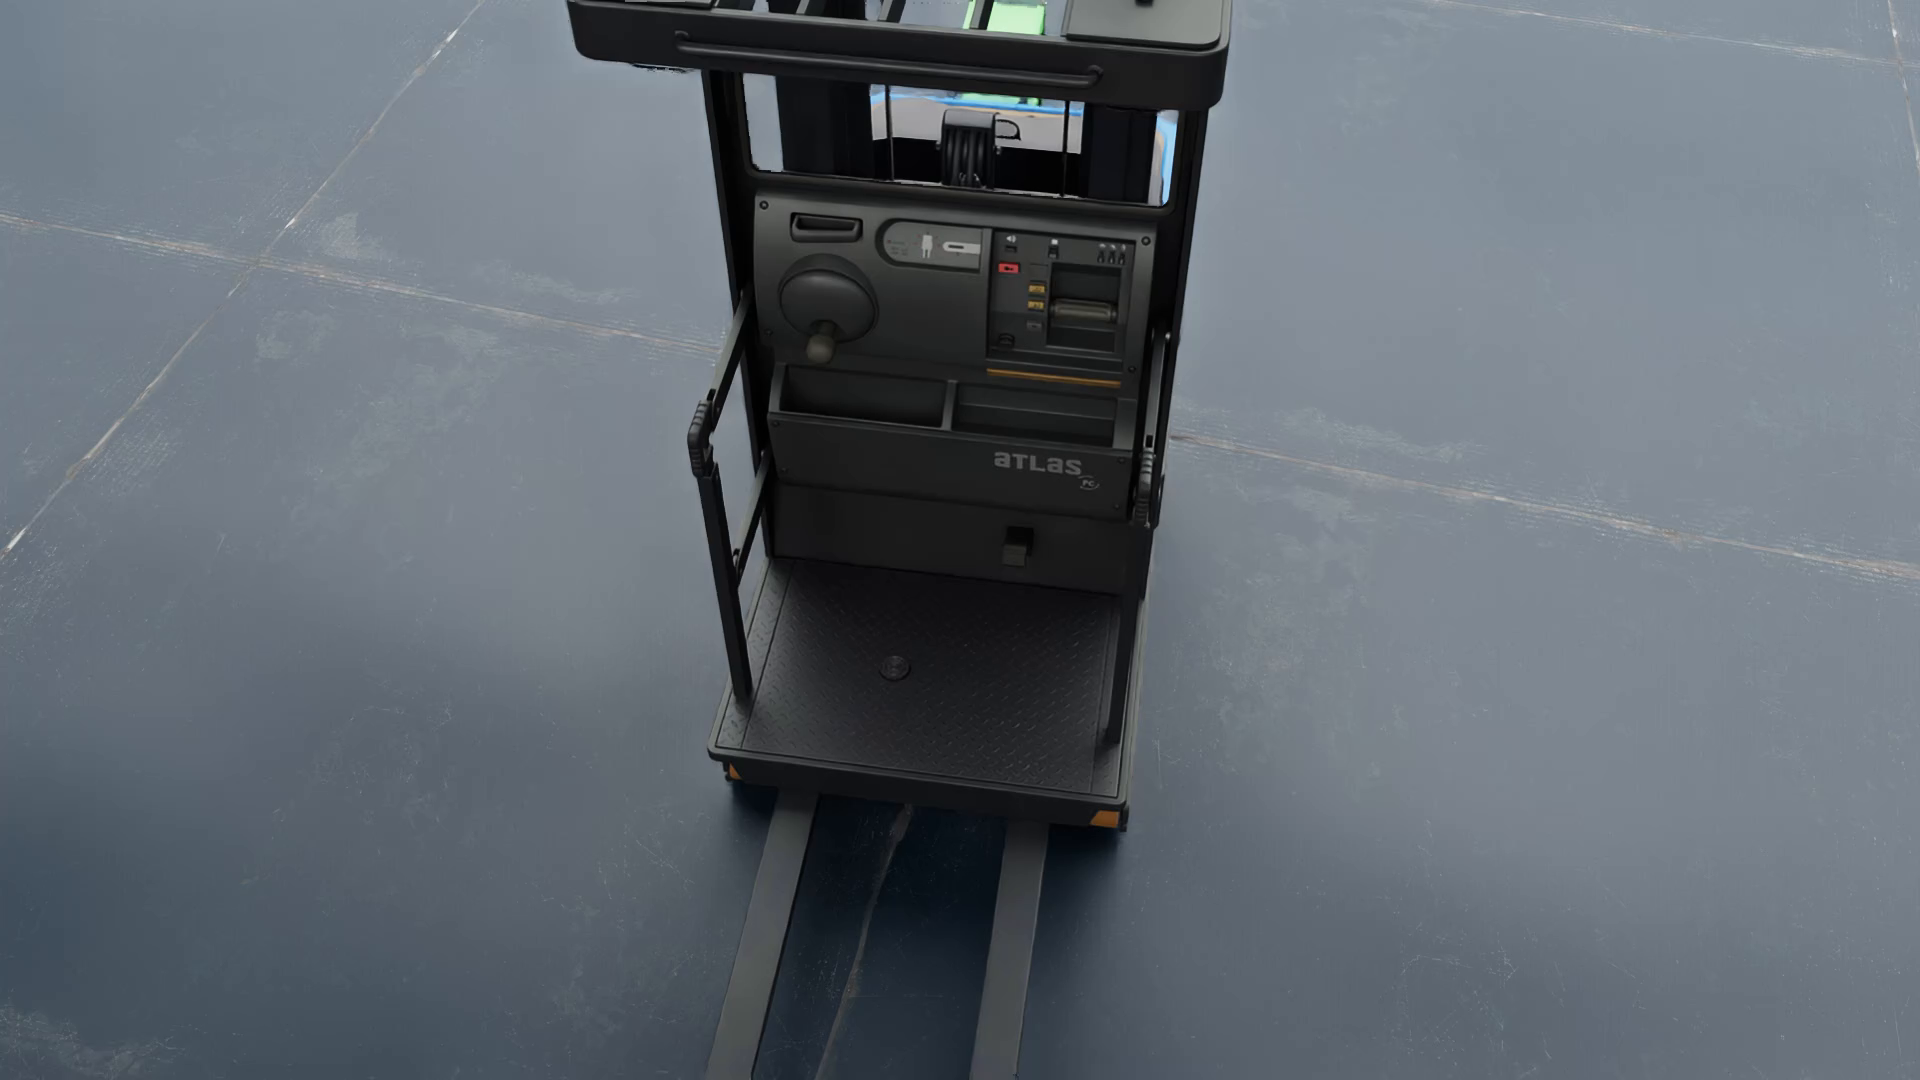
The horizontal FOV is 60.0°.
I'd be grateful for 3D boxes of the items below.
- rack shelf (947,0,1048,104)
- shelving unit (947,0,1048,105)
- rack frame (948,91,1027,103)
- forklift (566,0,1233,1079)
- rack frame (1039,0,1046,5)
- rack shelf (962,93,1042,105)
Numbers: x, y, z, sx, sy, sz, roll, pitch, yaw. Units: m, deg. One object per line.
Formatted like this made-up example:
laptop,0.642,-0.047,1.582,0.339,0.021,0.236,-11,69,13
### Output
rack shelf,0.119,-1.512,5.229,0.258,0.148,0.480,6,49,6
shelving unit,0.119,-1.236,5.541,0.258,1.200,0.503,6,49,6
rack frame,0.083,-1.056,5.381,0.240,1.200,0.015,6,49,6
forklift,-0.050,-0.479,3.718,1.130,2.935,3.031,6,49,6
rack frame,0.156,-1.417,5.701,0.240,1.200,0.015,6,49,6
rack shelf,0.119,-1.353,5.409,0.258,0.148,0.480,6,49,6
